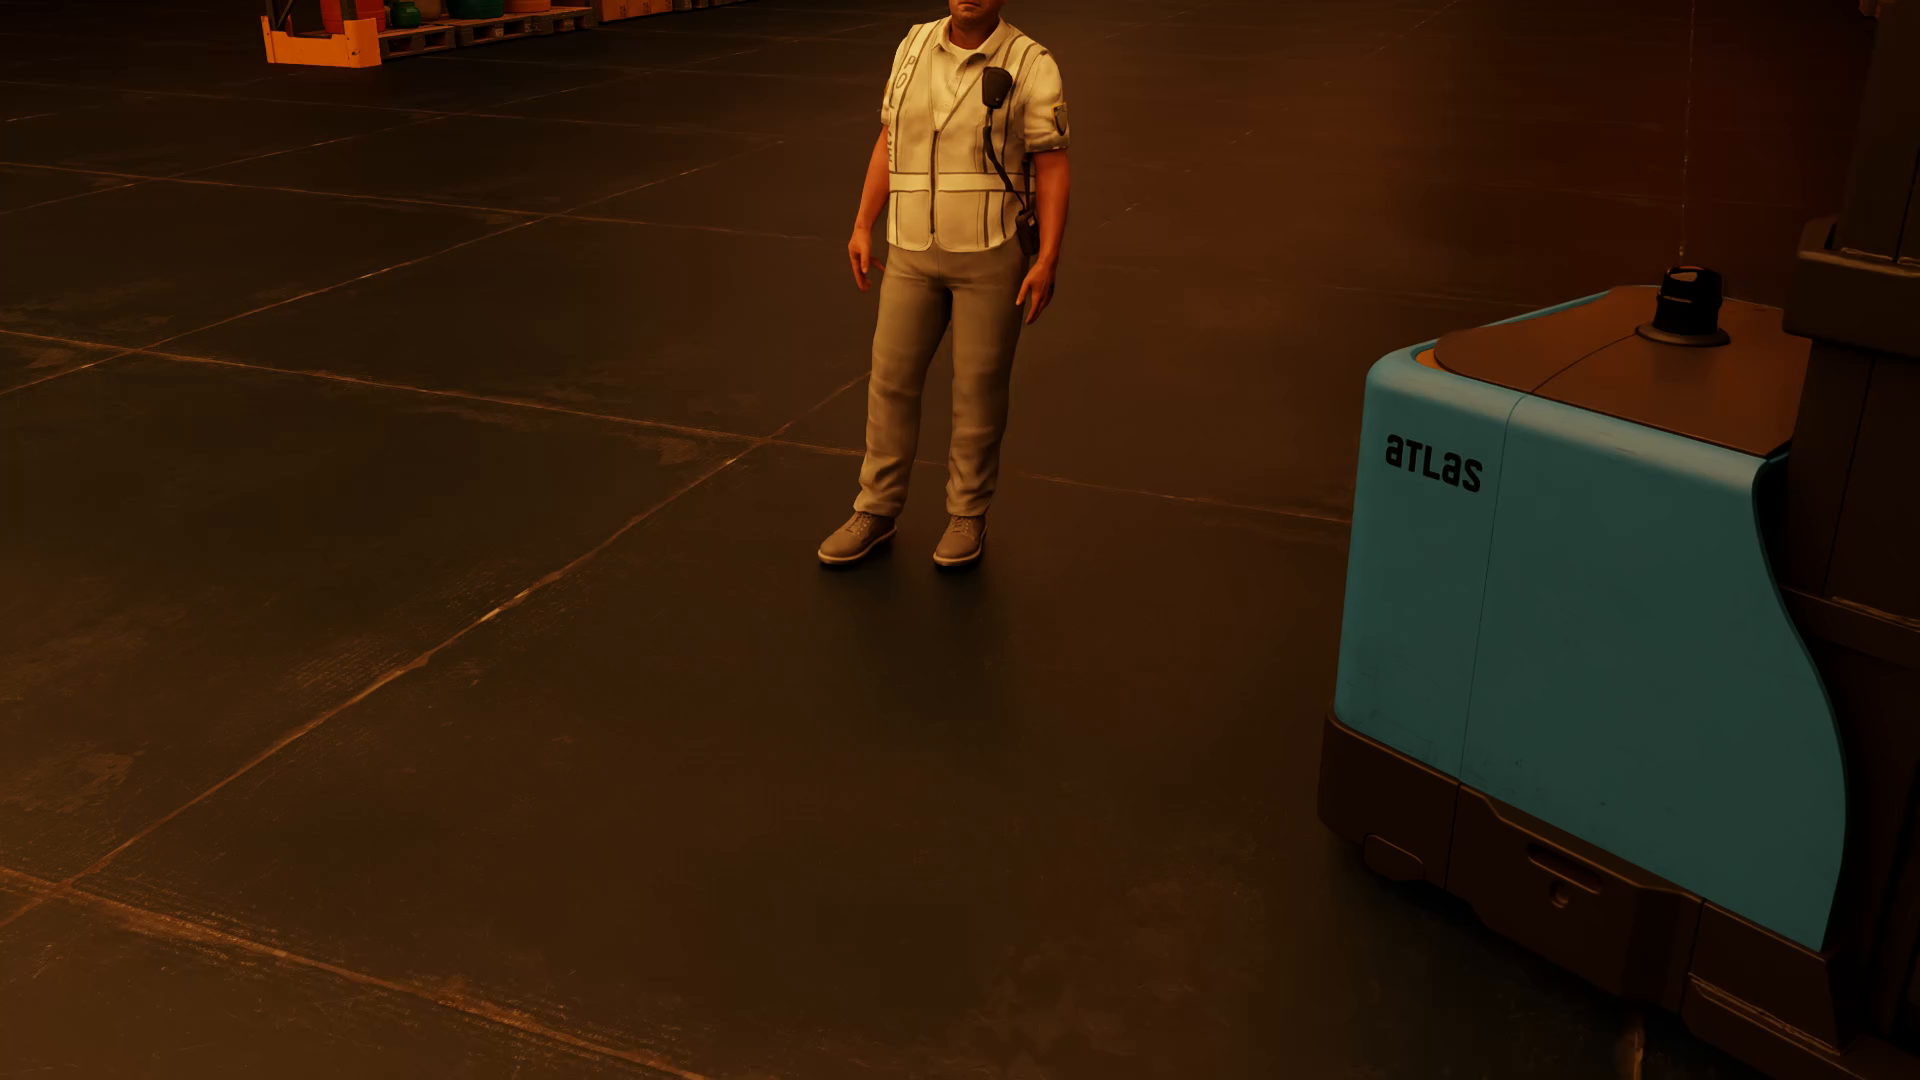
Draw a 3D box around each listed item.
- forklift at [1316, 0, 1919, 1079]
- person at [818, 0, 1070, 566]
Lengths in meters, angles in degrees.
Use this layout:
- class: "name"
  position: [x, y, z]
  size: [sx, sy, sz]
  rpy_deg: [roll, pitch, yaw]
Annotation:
- class: "forklift"
  position: [2.072, -0.384, 2.212]
  size: [1.130, 2.935, 3.031]
  rpy_deg: [-17, 28, -35]
- class: "person"
  position: [-0.041, -0.803, 4.685]
  size: [0.640, 1.780, 0.575]
  rpy_deg: [9, 24, 21]
